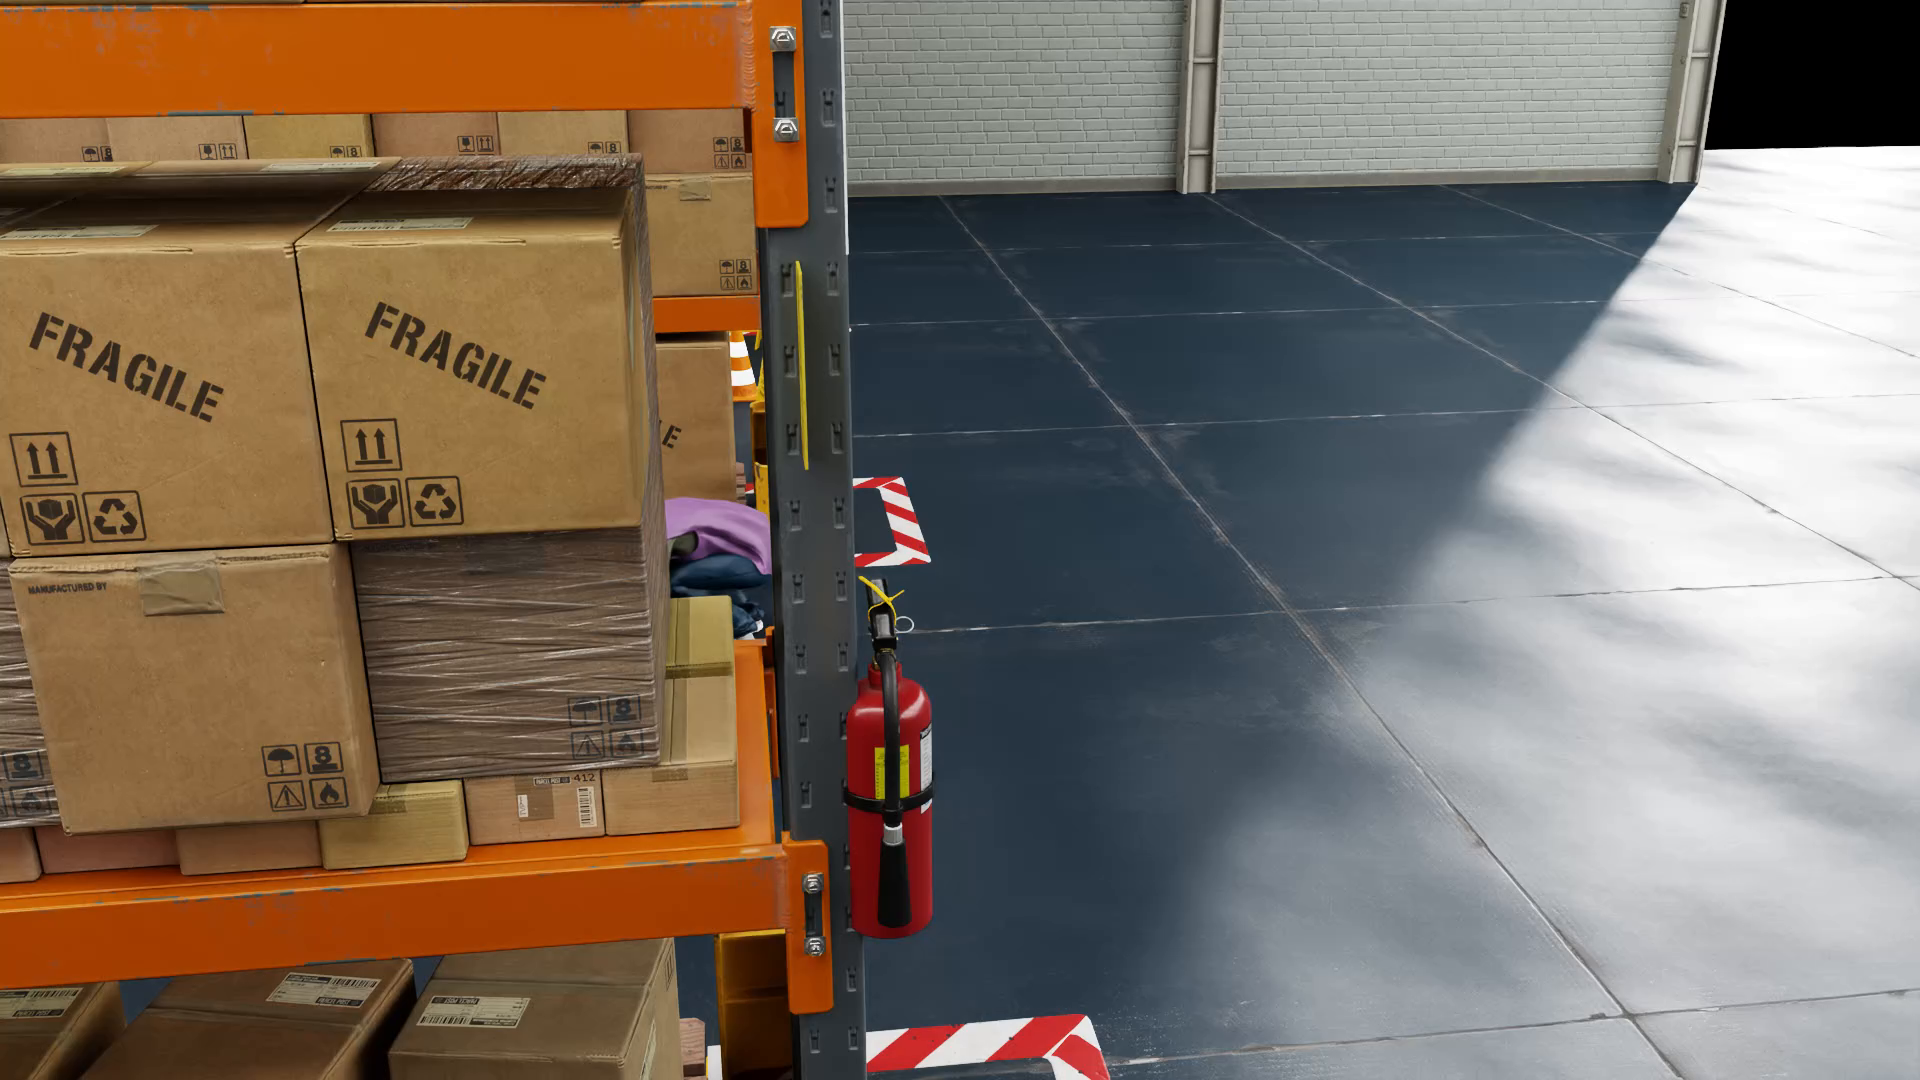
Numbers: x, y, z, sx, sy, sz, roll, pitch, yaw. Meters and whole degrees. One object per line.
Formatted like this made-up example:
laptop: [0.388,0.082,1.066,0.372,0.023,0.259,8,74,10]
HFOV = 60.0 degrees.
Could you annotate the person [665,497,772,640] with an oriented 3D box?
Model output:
person: [-1.128,0.154,7.056,0.847,0.735,0.423,-3,21,-9]
